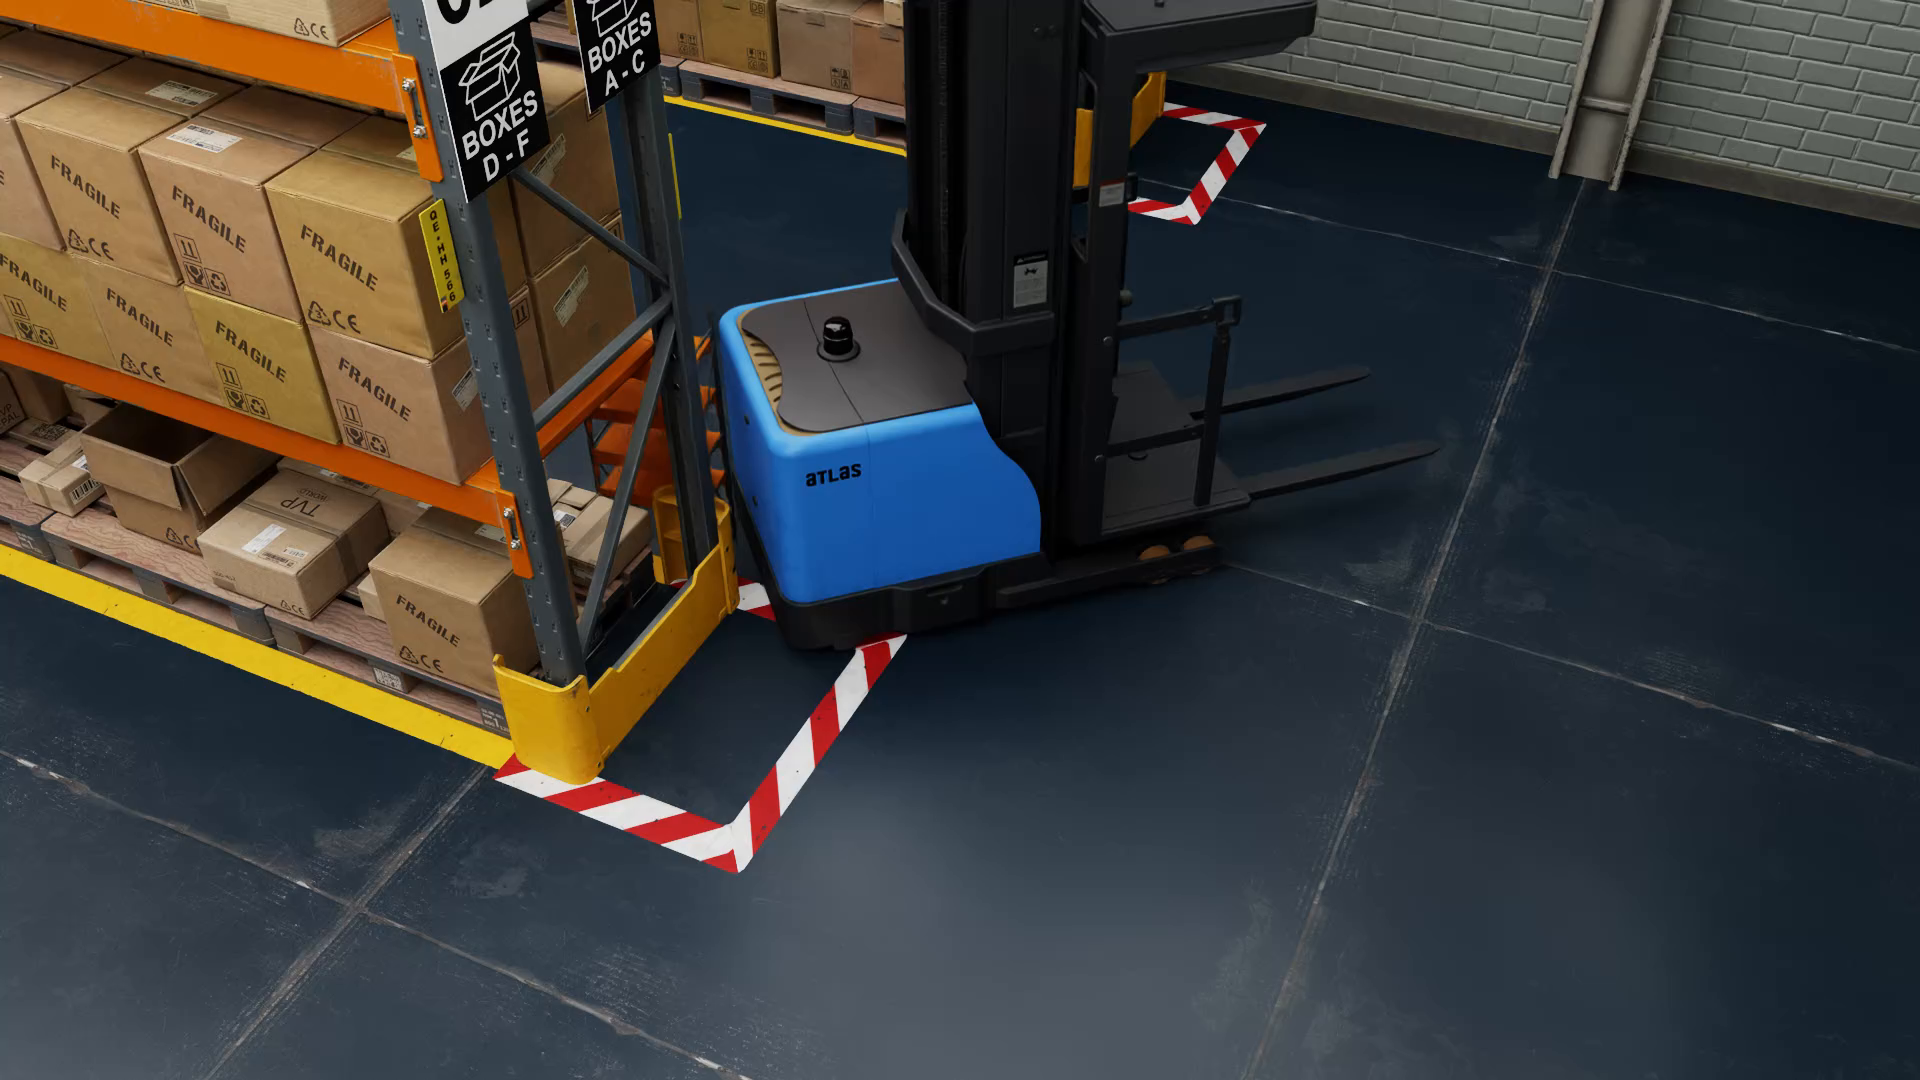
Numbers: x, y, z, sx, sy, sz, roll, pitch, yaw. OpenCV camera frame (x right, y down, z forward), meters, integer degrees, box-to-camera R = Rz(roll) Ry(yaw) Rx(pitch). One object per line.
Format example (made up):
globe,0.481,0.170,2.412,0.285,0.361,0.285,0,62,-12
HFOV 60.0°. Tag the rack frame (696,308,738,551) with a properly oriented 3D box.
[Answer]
rack frame,-1.000,-0.366,6.754,0.015,1.200,0.240,10,41,11

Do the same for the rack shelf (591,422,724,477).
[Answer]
rack shelf,-1.236,-0.355,6.843,0.480,0.148,0.258,10,41,11

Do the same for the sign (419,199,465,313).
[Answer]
sign,-1.485,-0.812,4.771,0.005,0.325,0.100,17,44,19

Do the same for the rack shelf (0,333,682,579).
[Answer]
rack shelf,-3.044,-0.861,6.502,4.000,0.370,1.077,17,44,19

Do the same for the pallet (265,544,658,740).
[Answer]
pallet,-2.024,0.234,6.820,1.213,0.211,1.003,17,44,19

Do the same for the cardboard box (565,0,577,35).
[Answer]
cardboard box,-2.131,-3.574,10.671,0.500,0.500,0.700,18,44,19

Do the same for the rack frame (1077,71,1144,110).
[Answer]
rack frame,0.859,-3.520,9.021,0.127,3.000,1.000,17,44,19

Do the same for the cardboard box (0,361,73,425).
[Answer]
cardboard box,-4.221,-0.919,7.593,0.500,0.500,0.500,17,44,19

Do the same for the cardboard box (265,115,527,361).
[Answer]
cardboard box,-1.752,-0.955,5.222,0.500,0.500,0.500,17,44,18

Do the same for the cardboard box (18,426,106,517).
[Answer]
cardboard box,-3.780,-0.304,7.138,0.250,0.166,0.380,17,44,19

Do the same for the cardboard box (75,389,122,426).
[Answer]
cardboard box,-3.541,-0.640,7.415,0.500,0.311,0.500,17,44,19

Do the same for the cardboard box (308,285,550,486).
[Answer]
cardboard box,-1.753,-0.579,5.552,0.500,0.500,0.500,18,44,20

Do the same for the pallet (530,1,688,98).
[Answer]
pallet,-2.110,-3.317,10.916,1.213,0.211,1.003,17,44,19

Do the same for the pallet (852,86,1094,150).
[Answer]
pallet,0.101,-2.642,10.137,1.213,0.211,1.003,17,44,19

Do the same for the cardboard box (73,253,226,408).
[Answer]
cardboard box,-2.674,-0.862,5.878,0.500,0.500,0.500,17,44,19

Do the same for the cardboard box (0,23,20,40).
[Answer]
cardboard box,-3.615,-1.520,5.873,0.500,0.500,0.500,16,43,17

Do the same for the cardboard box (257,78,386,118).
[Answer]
cardboard box,-2.000,-1.414,5.752,0.500,0.500,0.500,17,44,19

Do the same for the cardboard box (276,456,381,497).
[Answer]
cardboard box,-2.511,-0.302,7.072,0.500,0.250,0.500,17,44,19

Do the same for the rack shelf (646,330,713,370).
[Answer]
rack shelf,-1.235,-0.706,6.546,0.480,0.148,0.258,10,41,11

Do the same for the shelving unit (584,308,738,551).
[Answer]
shelving unit,-1.236,-0.406,6.800,0.503,1.200,0.258,10,41,11

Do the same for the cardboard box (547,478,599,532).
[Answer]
cardboard box,-1.693,-0.064,6.861,0.250,0.166,0.380,17,44,19

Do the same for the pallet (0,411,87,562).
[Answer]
pallet,-4.235,-0.442,7.599,1.213,0.211,1.003,17,44,19

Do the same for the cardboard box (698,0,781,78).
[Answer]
cardboard box,-1.213,-3.290,10.343,0.500,0.500,0.700,18,44,20

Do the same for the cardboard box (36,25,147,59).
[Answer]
cardboard box,-2.912,-1.696,6.077,0.500,0.500,0.500,17,44,18

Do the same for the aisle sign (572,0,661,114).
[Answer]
aisle sign,-1.046,-1.717,4.956,0.004,0.787,0.394,17,44,19

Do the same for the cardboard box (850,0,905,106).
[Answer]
cardboard box,-0.271,-3.007,10.017,0.500,0.500,0.700,17,44,19

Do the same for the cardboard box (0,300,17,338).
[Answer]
cardboard box,-3.592,-1.142,6.201,0.500,0.500,0.500,17,44,18

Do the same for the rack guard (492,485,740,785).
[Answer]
rack guard,-1.301,0.344,6.471,0.348,0.500,1.175,17,44,19

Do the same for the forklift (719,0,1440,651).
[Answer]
forklift,0.590,-1.237,6.439,3.031,2.935,1.130,-12,42,-14

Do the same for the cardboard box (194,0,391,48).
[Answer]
cardboard box,-1.809,-1.642,4.678,0.500,0.250,0.500,17,44,19

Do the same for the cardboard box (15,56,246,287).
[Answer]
cardboard box,-2.682,-1.235,5.545,0.500,0.500,0.500,18,44,20

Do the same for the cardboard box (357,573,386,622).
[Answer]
cardboard box,-2.158,0.155,6.608,0.250,0.166,0.380,17,44,19
